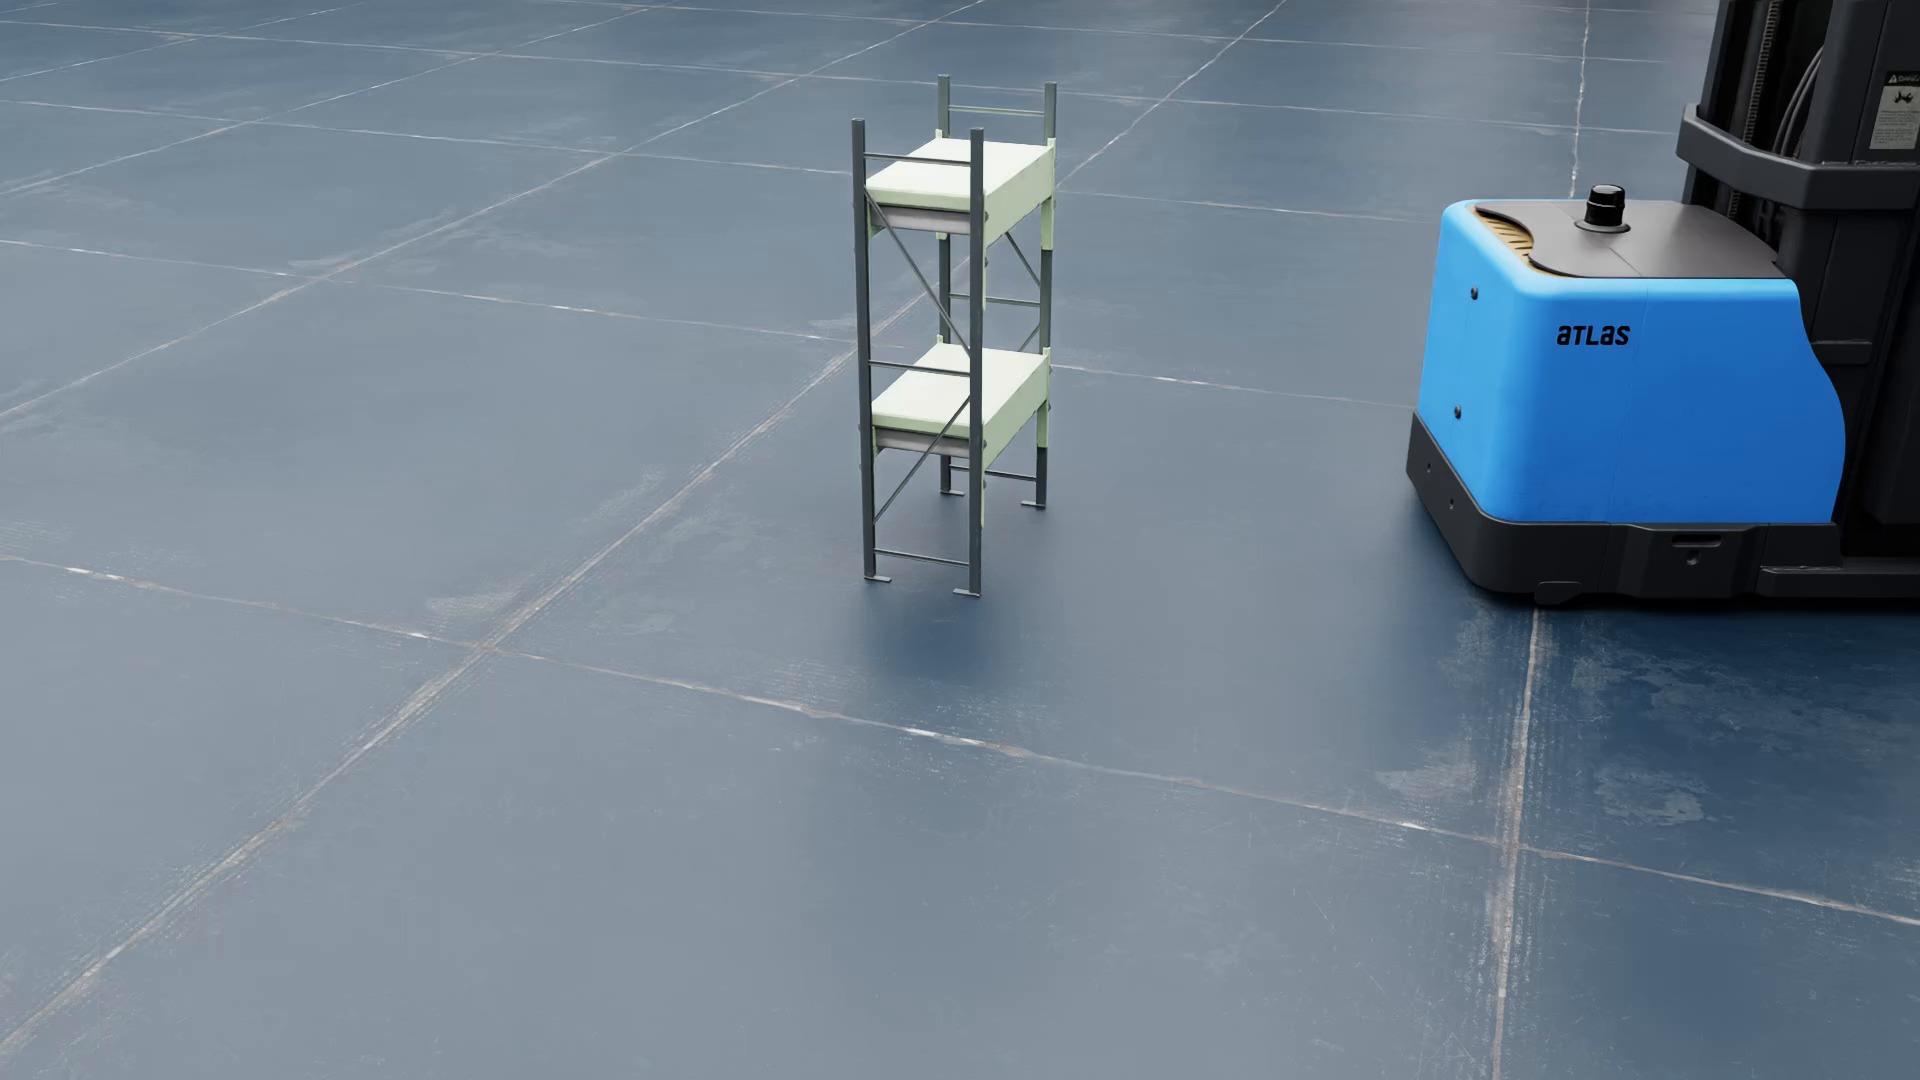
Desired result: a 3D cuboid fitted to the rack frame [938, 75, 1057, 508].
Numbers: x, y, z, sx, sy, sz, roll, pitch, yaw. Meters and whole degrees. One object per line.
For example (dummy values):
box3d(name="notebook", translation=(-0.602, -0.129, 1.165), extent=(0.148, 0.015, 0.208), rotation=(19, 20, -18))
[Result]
box3d(name="rack frame", translation=(0.120, -0.823, 5.728), extent=(0.400, 1.500, 0.023), rotation=(9, 27, 17))

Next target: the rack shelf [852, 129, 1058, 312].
box3d(name="rack shelf", translation=(-0.002, -1.024, 5.247), extent=(0.431, 0.370, 0.720), rotation=(9, 27, 17))

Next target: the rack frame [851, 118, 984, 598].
box3d(name="rack frame", translation=(-0.124, -0.522, 5.107), extent=(0.400, 1.500, 0.023), rotation=(9, 27, 17))

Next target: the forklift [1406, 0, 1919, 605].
box3d(name="forklift", translation=(3.147, -1.313, 5.098), extent=(3.031, 2.935, 1.130), rotation=(0, 26, 0))

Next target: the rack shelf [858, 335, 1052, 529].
box3d(name="rack shelf", translation=(-0.002, -0.379, 5.560), extent=(0.431, 0.370, 0.720), rotation=(9, 27, 17))

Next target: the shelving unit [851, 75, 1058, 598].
box3d(name="shelving unit", translation=(-0.002, -0.672, 5.417), extent=(0.431, 1.500, 0.755), rotation=(9, 27, 17))
